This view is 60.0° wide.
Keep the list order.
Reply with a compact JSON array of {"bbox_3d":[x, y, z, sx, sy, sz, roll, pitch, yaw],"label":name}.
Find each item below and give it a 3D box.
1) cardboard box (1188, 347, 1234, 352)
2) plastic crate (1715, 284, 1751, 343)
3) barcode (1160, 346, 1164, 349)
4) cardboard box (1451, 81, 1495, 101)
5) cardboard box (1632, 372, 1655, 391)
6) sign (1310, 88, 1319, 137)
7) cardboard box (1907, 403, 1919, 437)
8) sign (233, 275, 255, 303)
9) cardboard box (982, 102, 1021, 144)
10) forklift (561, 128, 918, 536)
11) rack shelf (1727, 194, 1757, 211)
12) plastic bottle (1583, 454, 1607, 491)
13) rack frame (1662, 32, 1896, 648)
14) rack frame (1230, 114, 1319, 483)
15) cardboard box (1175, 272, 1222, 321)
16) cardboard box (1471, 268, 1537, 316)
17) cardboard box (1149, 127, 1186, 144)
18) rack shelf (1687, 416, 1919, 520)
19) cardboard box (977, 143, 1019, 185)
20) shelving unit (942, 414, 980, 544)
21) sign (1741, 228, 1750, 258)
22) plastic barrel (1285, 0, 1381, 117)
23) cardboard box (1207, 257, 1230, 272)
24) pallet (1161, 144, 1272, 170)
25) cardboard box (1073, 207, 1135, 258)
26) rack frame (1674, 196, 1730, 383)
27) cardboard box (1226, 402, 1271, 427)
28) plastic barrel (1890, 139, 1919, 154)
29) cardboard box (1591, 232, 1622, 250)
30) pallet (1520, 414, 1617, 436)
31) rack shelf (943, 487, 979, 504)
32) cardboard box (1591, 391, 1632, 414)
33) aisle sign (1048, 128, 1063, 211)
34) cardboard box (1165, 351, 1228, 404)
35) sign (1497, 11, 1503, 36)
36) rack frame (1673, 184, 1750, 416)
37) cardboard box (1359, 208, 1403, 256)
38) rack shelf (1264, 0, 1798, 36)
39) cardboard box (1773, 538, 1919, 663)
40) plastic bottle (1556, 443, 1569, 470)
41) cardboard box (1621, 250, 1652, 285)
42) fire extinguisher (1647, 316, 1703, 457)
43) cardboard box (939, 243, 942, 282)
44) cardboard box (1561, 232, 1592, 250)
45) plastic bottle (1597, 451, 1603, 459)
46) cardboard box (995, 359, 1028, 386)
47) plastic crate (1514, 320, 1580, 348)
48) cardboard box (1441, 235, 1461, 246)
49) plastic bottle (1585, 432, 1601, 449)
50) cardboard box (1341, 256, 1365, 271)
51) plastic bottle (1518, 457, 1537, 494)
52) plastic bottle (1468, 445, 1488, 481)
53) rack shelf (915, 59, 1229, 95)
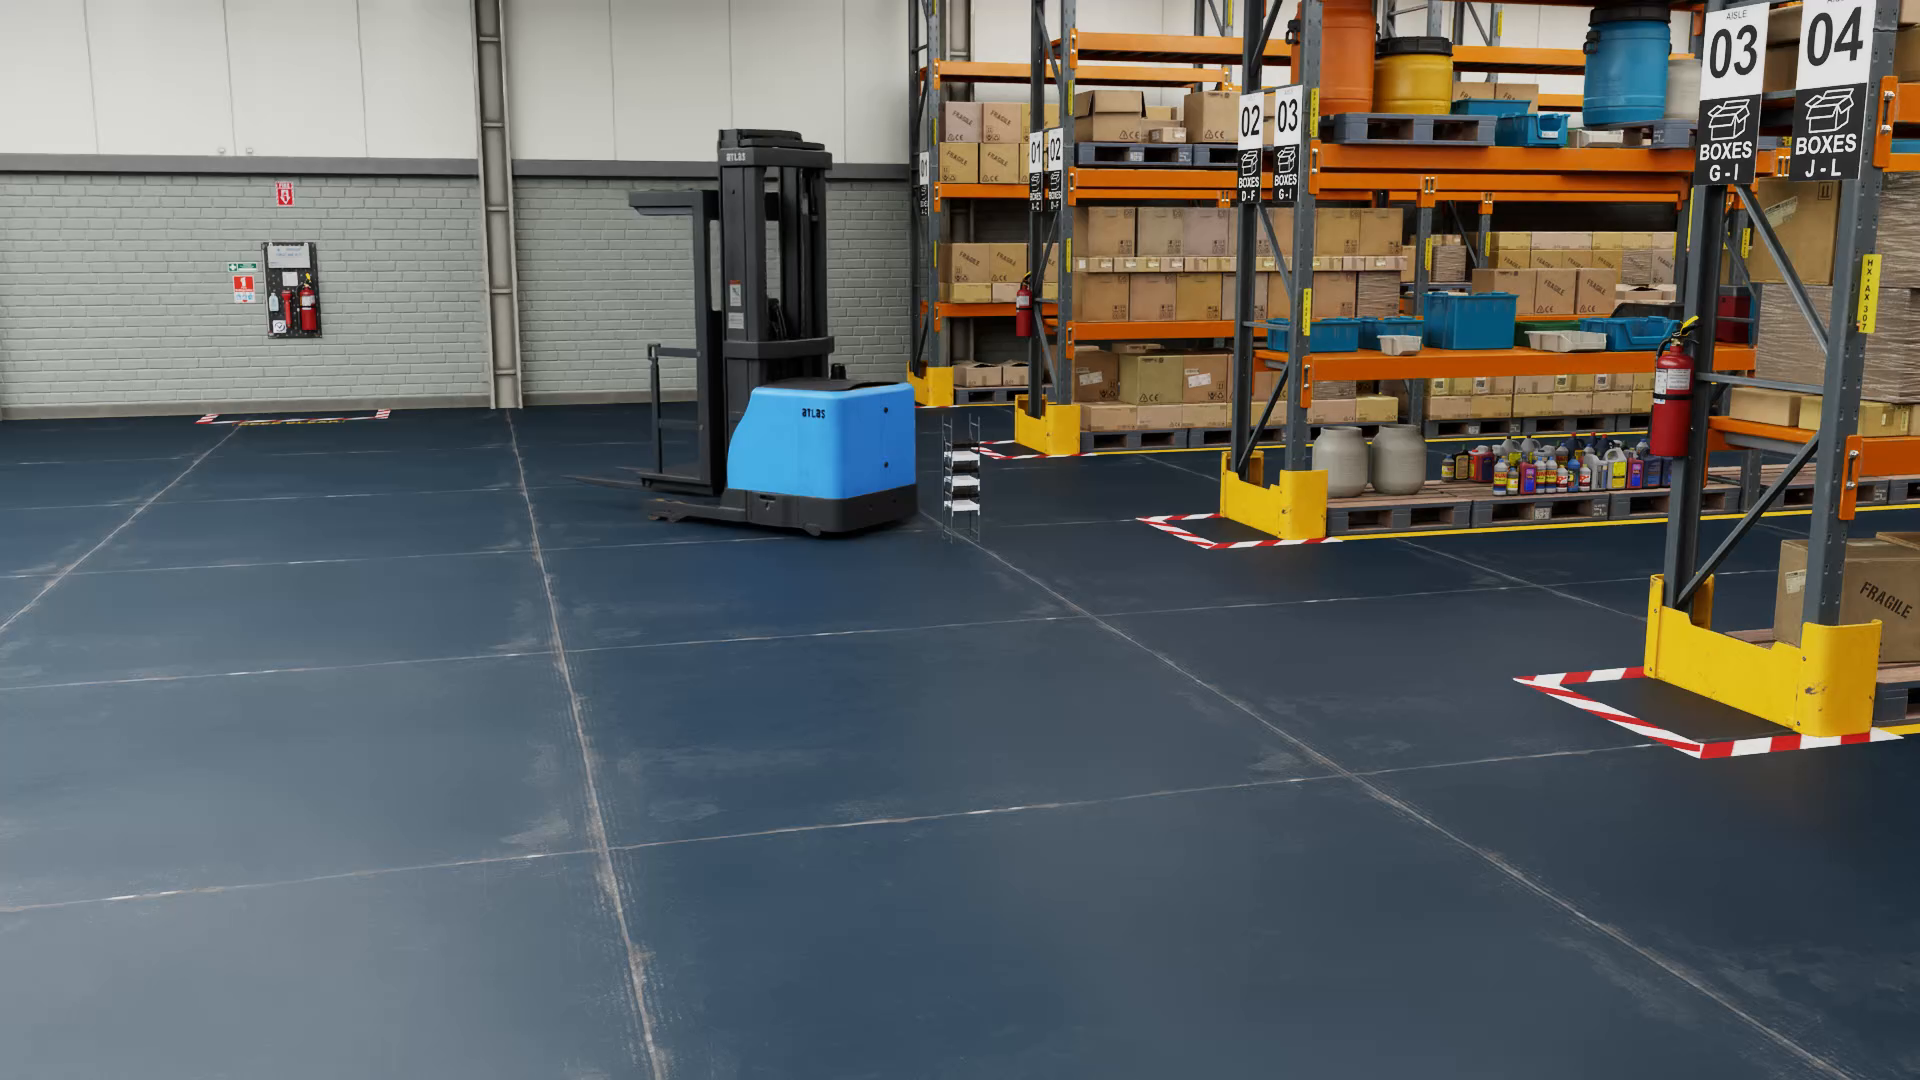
[{"bbox_3d":[2.787,-1.812,17.966,0.500,0.500,0.500,-3,11,-16],"label":"cardboard box"},{"bbox_3d":[6.520,-1.882,13.807,0.583,0.464,0.402,-3,11,-16],"label":"plastic crate"},{"bbox_3d":[2.786,-2.654,22.982,0.075,0.075,0.001,-3,11,-16],"label":"barcode"},{"bbox_3d":[5.363,-4.635,17.838,0.500,0.500,0.500,-3,11,-15],"label":"cardboard box"},{"bbox_3d":[7.669,-1.870,18.804,0.500,0.311,0.500,-3,11,-17],"label":"cardboard box"},{"bbox_3d":[2.450,-2.954,11.499,0.005,0.325,0.100,-3,11,-16],"label":"sign"},{"bbox_3d":[4.270,-0.568,7.541,0.250,0.149,0.380,-3,11,-16],"label":"cardboard box"},{"bbox_3d":[-8.743,-3.064,20.305,0.234,0.329,0.001,-3,11,-16],"label":"sign"},{"bbox_3d":[0.464,-5.312,21.240,0.500,0.500,0.500,-3,11,-17],"label":"cardboard box"},{"bbox_3d":[-1.837,-1.649,12.906,3.031,2.935,1.130,7,12,33],"label":"forklift"},{"bbox_3d":[12.973,-5.122,25.288,4.000,0.370,1.077,-3,11,-16],"label":"rack shelf"},{"bbox_3d":[4.951,-0.533,12.966,0.135,0.276,0.152,-3,11,-15],"label":"plastic bottle"},{"bbox_3d":[3.684,-0.709,7.615,0.127,3.000,1.000,-3,11,-16],"label":"rack frame"},{"bbox_3d":[2.300,-1.570,12.292,0.127,3.000,1.000,-3,11,-16],"label":"rack frame"},{"bbox_3d":[2.352,-2.554,17.357,0.500,0.500,0.700,-3,11,-16],"label":"cardboard box"},{"bbox_3d":[6.007,-2.746,18.401,0.500,0.500,0.500,-2,11,-12],"label":"cardboard box"},{"bbox_3d":[2.098,-4.088,16.827,0.250,0.149,0.380,-3,11,-16],"label":"cardboard box"},{"bbox_3d":[5.605,-0.457,8.230,4.000,0.370,1.077,-3,11,-16],"label":"rack shelf"},{"bbox_3d":[0.447,-4.821,21.334,0.500,0.500,0.500,-2,11,-12],"label":"cardboard box"},{"bbox_3d":[0.008,-0.443,11.967,0.210,0.900,0.258,-3,11,-16],"label":"shelving unit"},{"bbox_3d":[8.759,-3.310,18.541,0.005,0.325,0.100,-3,11,-16],"label":"sign"},{"bbox_3d":[2.731,-3.510,12.197,0.708,0.830,0.600,-3,11,-16],"label":"plastic barrel"},{"bbox_3d":[2.592,-2.848,17.163,0.250,0.149,0.380,-3,11,-17],"label":"cardboard box"},{"bbox_3d":[2.779,-3.957,17.215,1.213,0.211,1.003,-3,11,-16],"label":"pallet"},{"bbox_3d":[1.422,-3.143,16.974,0.500,0.500,0.700,-3,11,-16],"label":"cardboard box"},{"bbox_3d":[11.053,-3.900,24.945,0.127,3.000,1.000,-3,11,-16],"label":"rack frame"},{"bbox_3d":[2.937,-1.350,17.529,0.500,0.250,0.500,-3,11,-16],"label":"cardboard box"},{"bbox_3d":[7.824,-3.624,13.778,0.708,0.901,0.600,-3,11,-16],"label":"plastic barrel"},{"bbox_3d":[9.203,-4.330,24.057,0.500,0.250,0.500,-3,11,-17],"label":"cardboard box"},{"bbox_3d":[6.630,-1.369,18.900,1.213,0.211,1.003,-3,11,-16],"label":"pallet"},{"bbox_3d":[0.008,-0.322,11.990,0.200,0.077,0.258,-3,11,-16],"label":"rack shelf"},{"bbox_3d":[7.186,-1.570,18.725,0.500,0.250,0.500,-3,11,-15],"label":"cardboard box"},{"bbox_3d":[0.942,-3.654,16.427,0.004,0.787,0.394,-3,11,-16],"label":"aisle sign"},{"bbox_3d":[2.452,-1.696,17.339,0.500,0.500,0.500,-3,11,-16],"label":"cardboard box"},{"bbox_3d":[7.373,-7.052,22.701,0.005,0.325,0.100,-3,11,-16],"label":"sign"},{"bbox_3d":[8.600,-2.836,19.169,0.127,3.000,1.000,-3,11,-16],"label":"rack frame"},{"bbox_3d":[4.335,-3.298,17.815,0.500,0.500,0.700,-3,11,-16],"label":"cardboard box"},{"bbox_3d":[4.220,-4.071,12.400,4.000,0.370,1.077,-3,11,-16],"label":"rack shelf"},{"bbox_3d":[4.289,0.285,7.959,0.500,0.500,0.500,-1,10,-5],"label":"cardboard box"},{"bbox_3d":[4.938,-0.655,13.641,0.097,0.271,0.097,0,10,0],"label":"plastic bottle"},{"bbox_3d":[9.708,-3.986,24.263,0.500,0.500,0.500,-3,11,-16],"label":"cardboard box"},{"bbox_3d":[3.446,-0.746,8.025,0.183,0.674,0.296,-3,11,-16],"label":"fire extinguisher"},{"bbox_3d":[-0.076,-3.658,21.921,0.500,0.500,0.500,-3,11,-17],"label":"cardboard box"},{"bbox_3d":[8.715,-4.303,23.911,0.500,0.250,0.500,-3,11,-16],"label":"cardboard box"},{"bbox_3d":[5.055,-0.561,13.096,0.133,0.283,0.061,-3,11,-16],"label":"plastic bottle"},{"bbox_3d":[0.768,-2.235,22.112,0.500,0.311,0.500,-2,11,-11],"label":"cardboard box"},{"bbox_3d":[4.758,-1.649,13.304,0.662,0.188,0.450,-3,11,-16],"label":"plastic crate"},{"bbox_3d":[6.889,-4.259,23.615,0.250,0.149,0.380,-5,11,-23],"label":"cardboard box"},{"bbox_3d":[5.250,-0.718,13.761,0.185,0.351,0.144,-3,11,-14],"label":"plastic bottle"},{"bbox_3d":[4.070,-2.925,17.584,0.250,0.149,0.380,-3,11,-18],"label":"cardboard box"},{"bbox_3d":[4.350,-0.497,12.747,0.133,0.283,0.061,-3,11,-15],"label":"plastic bottle"},{"bbox_3d":[4.190,-0.624,13.461,0.135,0.276,0.152,-3,11,-16],"label":"plastic bottle"},{"bbox_3d":[1.451,-5.989,21.719,4.000,0.370,1.077,-3,11,-16],"label":"rack shelf"}]
